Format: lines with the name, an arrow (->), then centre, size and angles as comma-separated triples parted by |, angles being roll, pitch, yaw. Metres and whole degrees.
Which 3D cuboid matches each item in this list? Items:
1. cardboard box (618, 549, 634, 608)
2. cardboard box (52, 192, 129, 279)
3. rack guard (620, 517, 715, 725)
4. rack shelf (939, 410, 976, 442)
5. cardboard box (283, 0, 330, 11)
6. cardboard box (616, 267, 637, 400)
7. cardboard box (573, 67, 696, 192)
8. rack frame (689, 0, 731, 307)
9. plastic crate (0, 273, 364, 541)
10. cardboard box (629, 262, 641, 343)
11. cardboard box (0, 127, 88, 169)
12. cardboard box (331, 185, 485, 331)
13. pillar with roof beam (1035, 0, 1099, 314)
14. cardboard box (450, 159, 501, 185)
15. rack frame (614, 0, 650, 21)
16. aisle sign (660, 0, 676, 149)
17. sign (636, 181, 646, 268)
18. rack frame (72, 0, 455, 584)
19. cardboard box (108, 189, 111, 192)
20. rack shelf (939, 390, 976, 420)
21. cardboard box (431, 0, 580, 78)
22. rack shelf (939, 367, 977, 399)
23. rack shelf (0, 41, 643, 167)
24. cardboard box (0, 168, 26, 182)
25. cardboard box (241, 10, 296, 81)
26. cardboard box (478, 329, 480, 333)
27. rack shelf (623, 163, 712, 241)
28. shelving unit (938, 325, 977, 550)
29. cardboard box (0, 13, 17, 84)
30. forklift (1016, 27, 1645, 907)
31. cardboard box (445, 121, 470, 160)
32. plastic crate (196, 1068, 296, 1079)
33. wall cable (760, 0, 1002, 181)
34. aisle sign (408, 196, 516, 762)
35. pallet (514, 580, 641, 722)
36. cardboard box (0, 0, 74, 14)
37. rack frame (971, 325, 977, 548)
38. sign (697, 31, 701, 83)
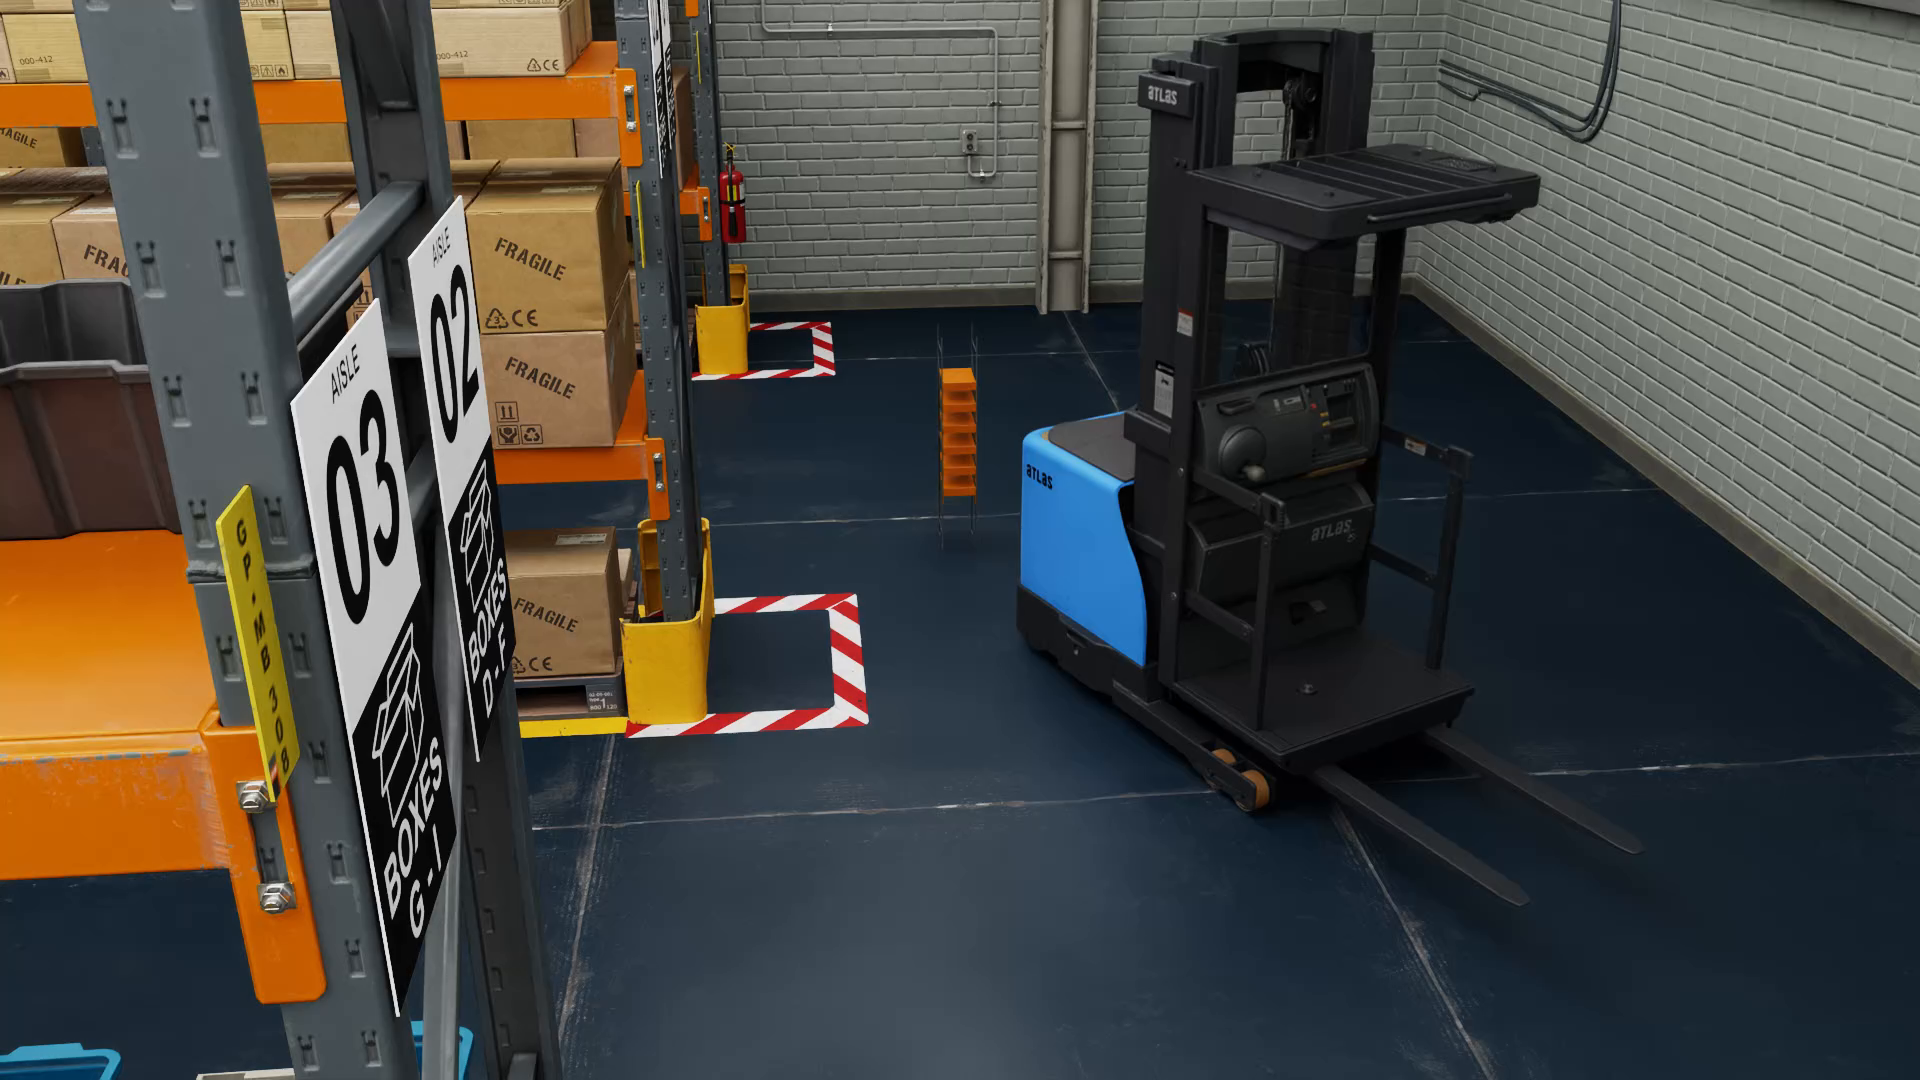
cardboard box -> -1.737, 0.190, 8.099 | 0.250, 0.149, 0.380 | -2, 24, -5
cardboard box -> -3.231, -1.100, 6.678 | 0.500, 0.500, 0.500 | -2, 24, -4
rack guard -> -1.362, 0.355, 7.835 | 0.348, 0.500, 1.175 | -2, 24, -5
rack shelf -> -0.014, -0.617, 8.974 | 0.180, 0.103, 0.258 | -2, 24, -5
cardboard box -> -2.270, -2.177, 6.330 | 0.500, 0.250, 0.500 | -2, 24, -5
cardboard box -> -1.754, -0.924, 7.514 | 0.500, 0.500, 0.500 | -2, 24, -4
cardboard box -> -2.283, -2.905, 11.723 | 0.700, 0.700, 0.980 | -1, 24, -3
rack frame -> -1.777, -2.792, 11.838 | 0.127, 3.000, 1.000 | -2, 24, -5
plastic crate -> -1.214, -0.196, 2.465 | 0.590, 0.269, 0.497 | -2, 24, -5
cardboard box -> -2.464, -1.773, 12.107 | 0.500, 0.500, 0.700 | -2, 24, -5
cardboard box -> -6.192, -2.703, 11.124 | 0.500, 0.500, 0.500 | -3, 24, -6
cardboard box -> -2.205, -1.143, 6.774 | 0.500, 0.500, 0.500 | -2, 24, -4
pillar with roof beam -> 1.248, -4.251, 7.734 | 0.400, 9.000, 9.100 | -2, 24, -5
cardboard box -> -2.273, -1.357, 7.257 | 0.500, 0.500, 0.500 | -2, 24, -5
rack frame -> -1.286, -3.531, 6.116 | 0.127, 3.000, 1.000 | -2, 24, -5
aisle sign -> -1.247, -2.099, 7.079 | 0.004, 0.787, 0.394 | -2, 24, -5
sign -> -1.252, -1.238, 6.528 | 0.005, 0.325, 0.100 | -2, 24, -5
rack frame -> -0.803, -1.529, 1.611 | 0.127, 3.000, 1.000 | -2, 24, -5
cardboard box -> -3.277, -1.319, 7.170 | 0.500, 0.500, 0.500 | -3, 24, -6
rack shelf -> -0.014, -0.726, 8.926 | 0.180, 0.103, 0.258 | -2, 24, -5
cardboard box -> -1.772, -1.965, 6.469 | 0.500, 0.250, 0.500 | -2, 24, -5
rack shelf -> -0.014, -0.836, 8.877 | 0.180, 0.103, 0.258 | -2, 24, -5
rack shelf -> -3.277, -1.752, 6.691 | 4.000, 0.370, 1.077 | -2, 24, -5
cardboard box -> -4.280, -1.279, 7.081 | 0.500, 0.500, 0.500 | -3, 24, -6
cardboard box -> -2.767, -1.924, 6.378 | 0.500, 0.250, 0.500 | -2, 24, -5
cardboard box -> -2.221, -0.686, 6.976 | 0.500, 0.500, 0.500 | -2, 24, -5
rack shelf -> -3.767, -2.383, 11.805 | 4.000, 0.370, 1.077 | -2, 24, -5
shelving unit -> -0.014, -0.548, 9.005 | 0.189, 1.200, 0.258 | -2, 24, -5
cardboard box -> -3.763, -1.889, 6.299 | 0.500, 0.250, 0.500 | -2, 24, -5
forklift -> 1.465, -0.451, 6.656 | 1.130, 2.935, 3.031 | -14, 27, -28
cardboard box -> -3.766, -2.844, 11.587 | 0.700, 0.700, 0.980 | -3, 24, -8
plastic crate -> -1.409, 1.162, 3.194 | 0.298, 0.136, 0.250 | -2, 24, -5
wall cable -> -0.596, -3.690, 12.607 | 1.851, 1.984, 0.084 | -2, 24, -5
aisle sign -> -0.761, -0.098, 2.578 | 0.004, 0.787, 0.394 | -2, 24, -5
pallet -> -2.155, 0.520, 7.821 | 1.213, 0.211, 1.003 | -2, 24, -5
cardboard box -> -3.265, -2.136, 6.238 | 0.500, 0.250, 0.500 | -2, 24, -5
rack frame -> 0.077, -0.551, 9.013 | 0.006, 1.200, 0.240 | -2, 24, -5
sign -> -1.737, -3.209, 11.060 | 0.005, 0.325, 0.100 | -2, 24, -5
